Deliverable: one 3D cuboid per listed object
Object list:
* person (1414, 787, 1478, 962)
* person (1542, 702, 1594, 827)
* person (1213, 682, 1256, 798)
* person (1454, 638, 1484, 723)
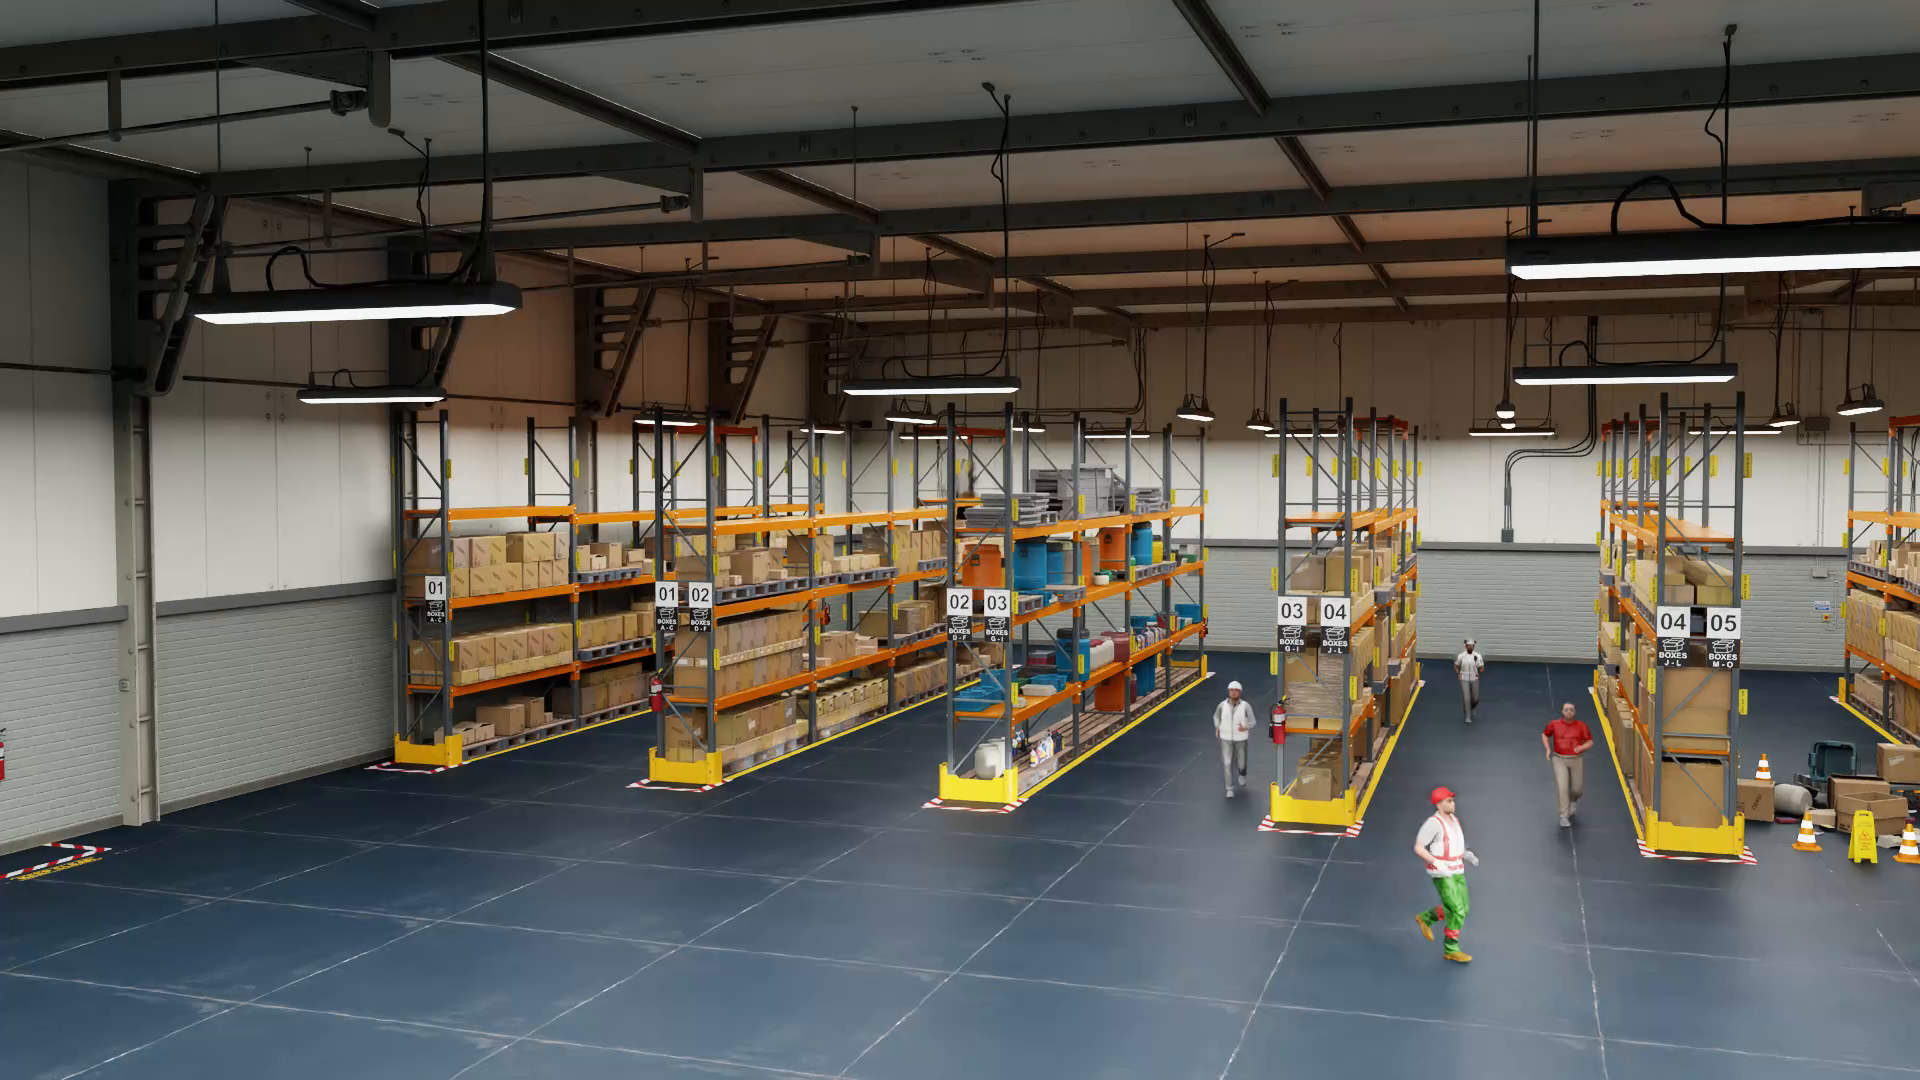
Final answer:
[{"bbox_3d":[4.935,3.399,17.014,0.659,1.742,0.700,-2,3,-42],"label":"person"},{"bbox_3d":[8.559,3.135,23.430,0.681,1.699,0.887,1,3,16],"label":"person"},{"bbox_3d":[4.197,3.040,25.496,0.668,1.739,0.803,1,3,15],"label":"person"},{"bbox_3d":[10.063,2.765,32.883,0.579,1.649,0.658,1,3,14],"label":"person"}]
